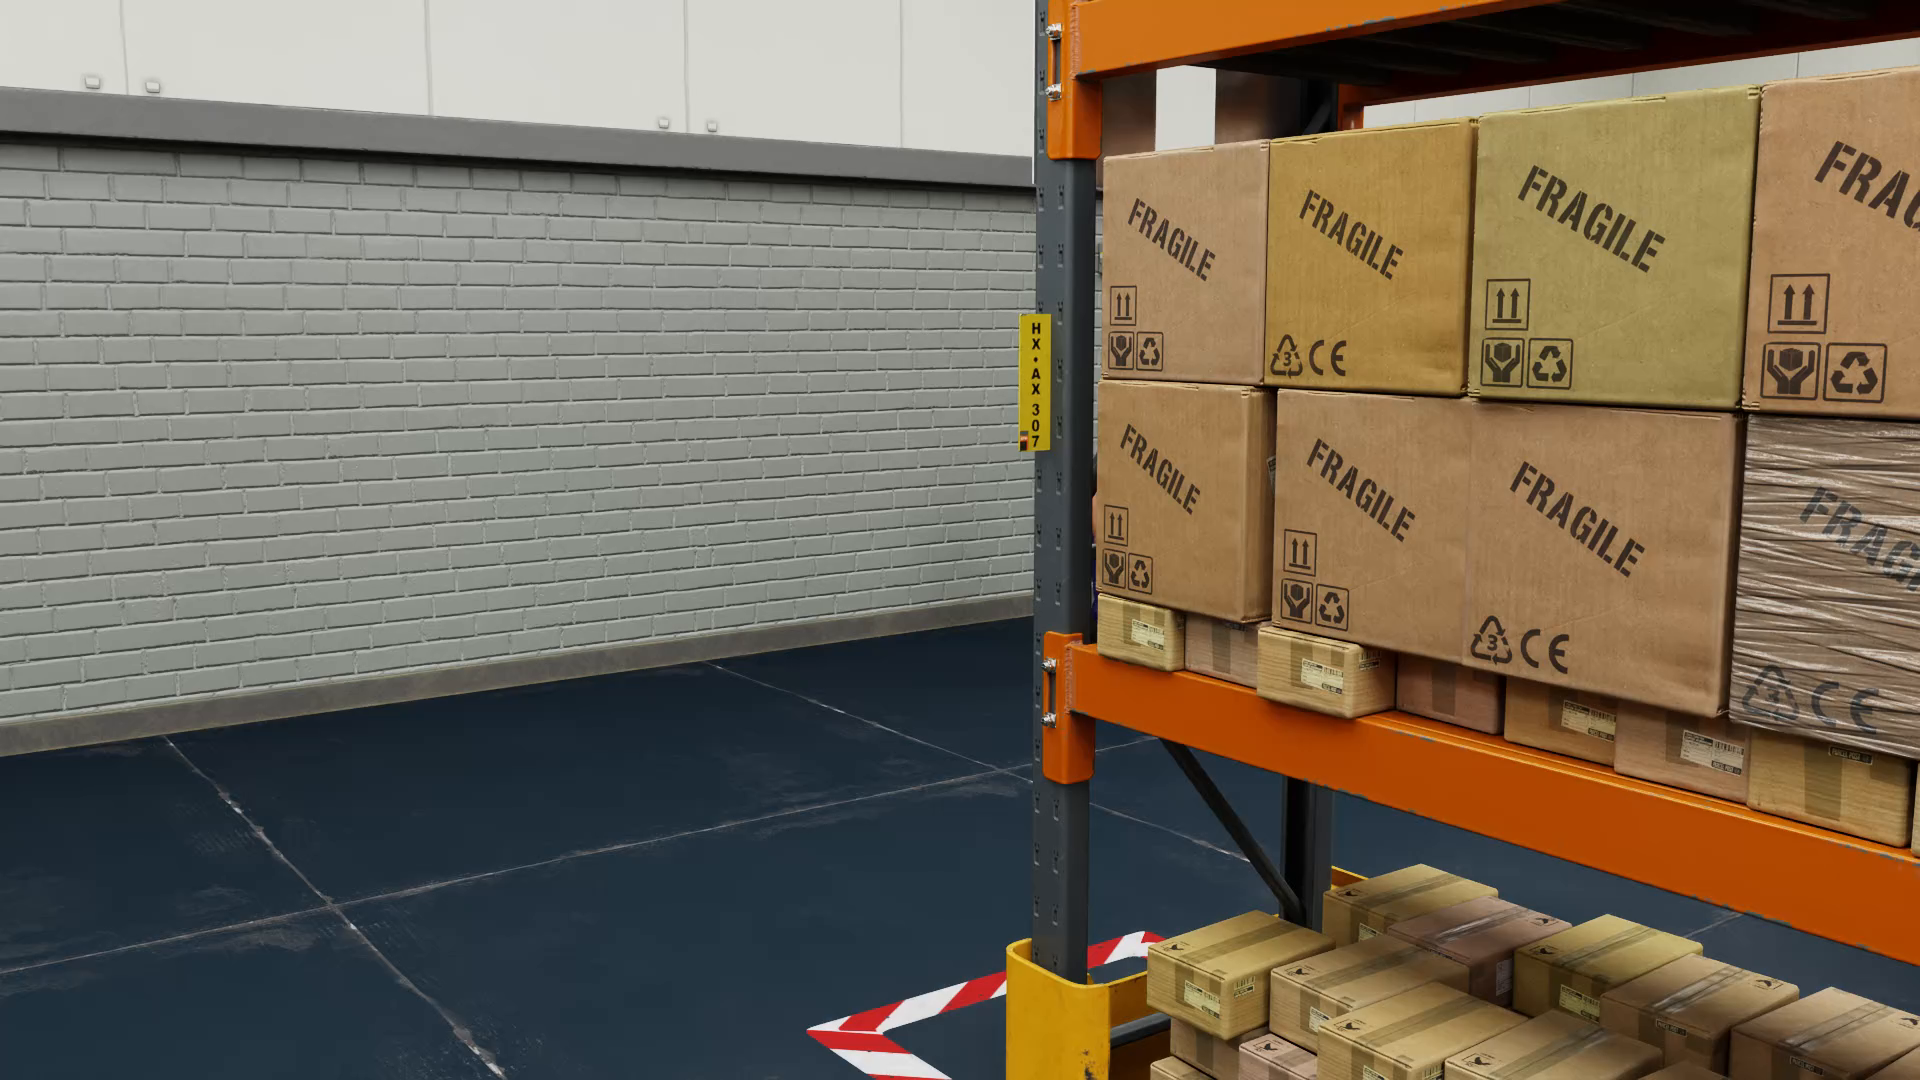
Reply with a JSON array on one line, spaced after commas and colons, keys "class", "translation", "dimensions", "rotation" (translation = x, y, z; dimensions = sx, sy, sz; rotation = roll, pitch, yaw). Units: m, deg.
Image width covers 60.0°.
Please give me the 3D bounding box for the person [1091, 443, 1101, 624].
[{"class": "person", "translation": [0.961, -0.019, 9.475], "dimensions": [0.540, 1.652, 0.377], "rotation": [-6, 10, -36]}]
